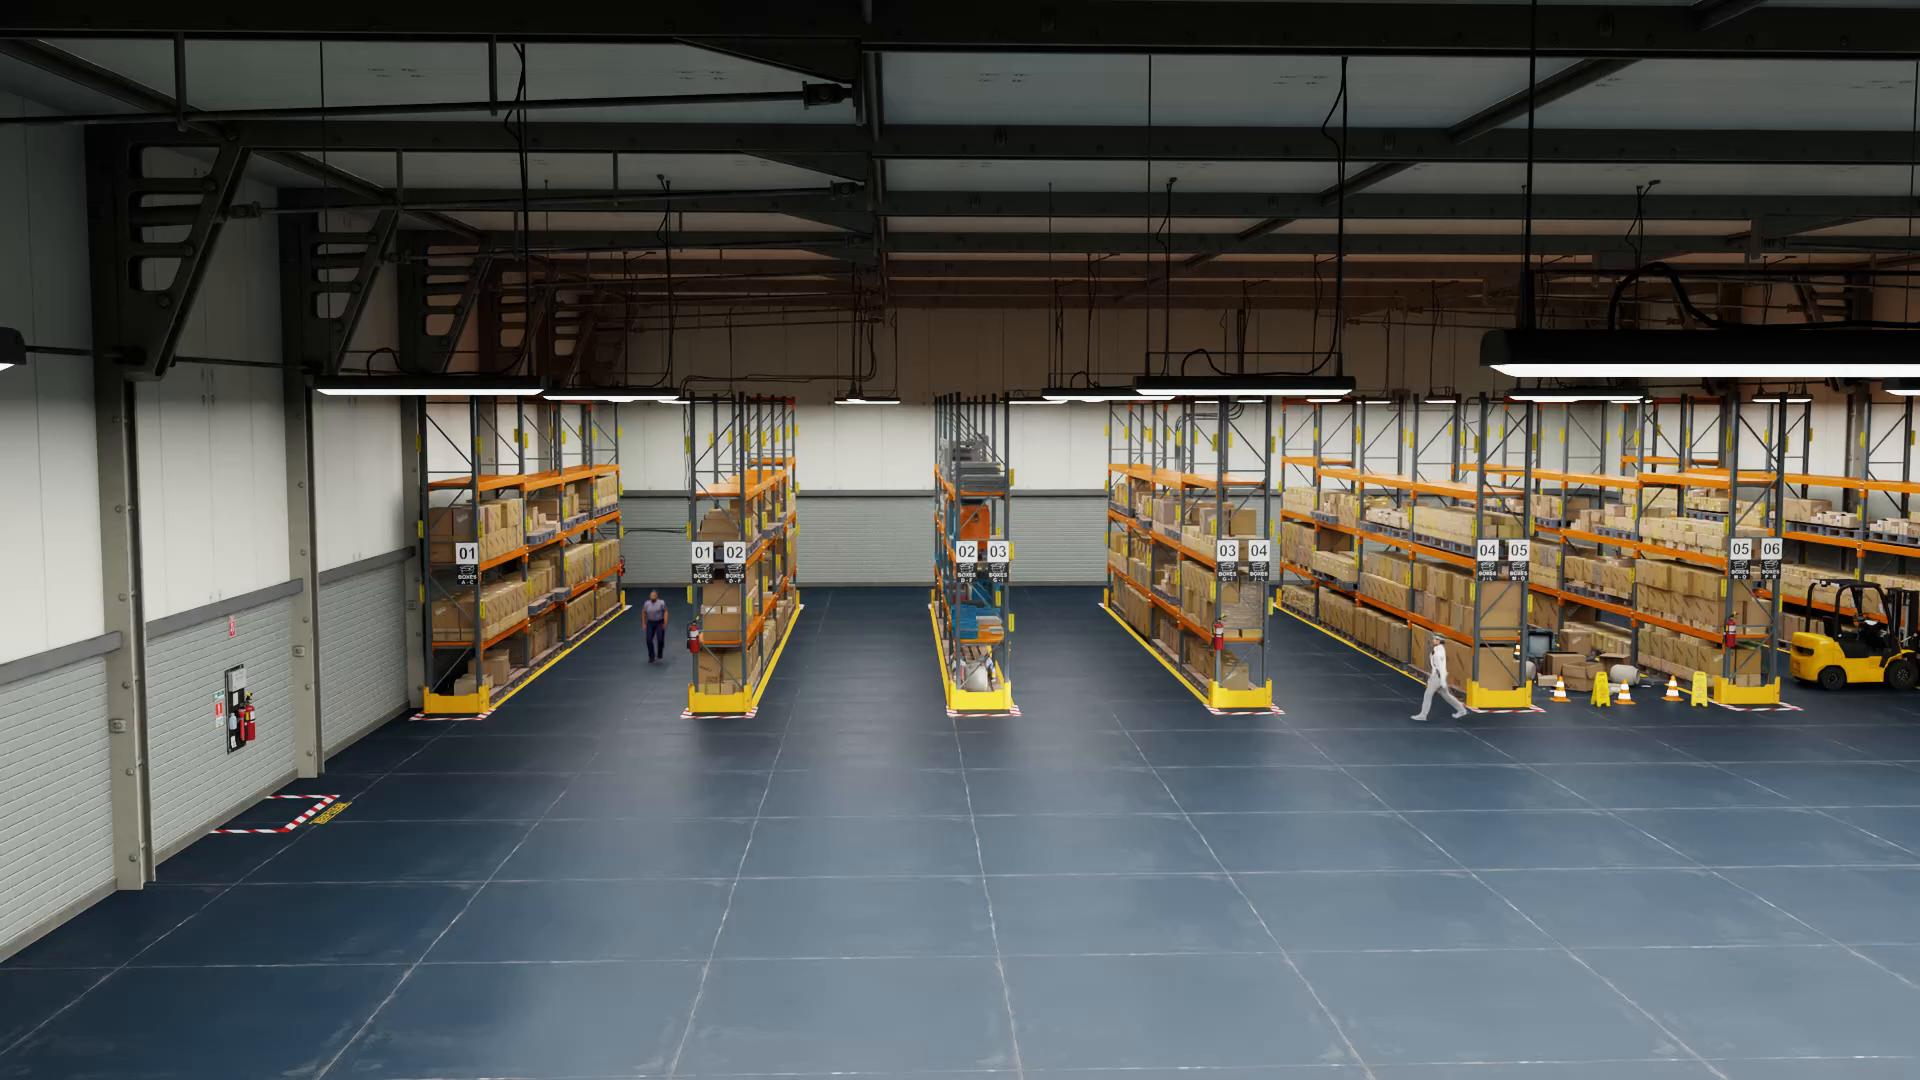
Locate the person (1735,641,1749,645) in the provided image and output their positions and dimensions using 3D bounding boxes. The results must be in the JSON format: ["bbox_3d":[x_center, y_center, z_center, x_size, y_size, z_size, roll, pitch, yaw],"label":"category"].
[{"bbox_3d":[17.095,1.977,36.357,0.621,1.678,0.789,-1,5,-12],"label":"person"}]

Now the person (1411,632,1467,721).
[{"bbox_3d":[8.725,2.474,30.221,1.020,1.636,0.491,1,5,9],"label":"person"}]

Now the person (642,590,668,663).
[{"bbox_3d":[-6.869,1.925,37.475,0.571,1.628,0.539,0,5,-1],"label":"person"}]
